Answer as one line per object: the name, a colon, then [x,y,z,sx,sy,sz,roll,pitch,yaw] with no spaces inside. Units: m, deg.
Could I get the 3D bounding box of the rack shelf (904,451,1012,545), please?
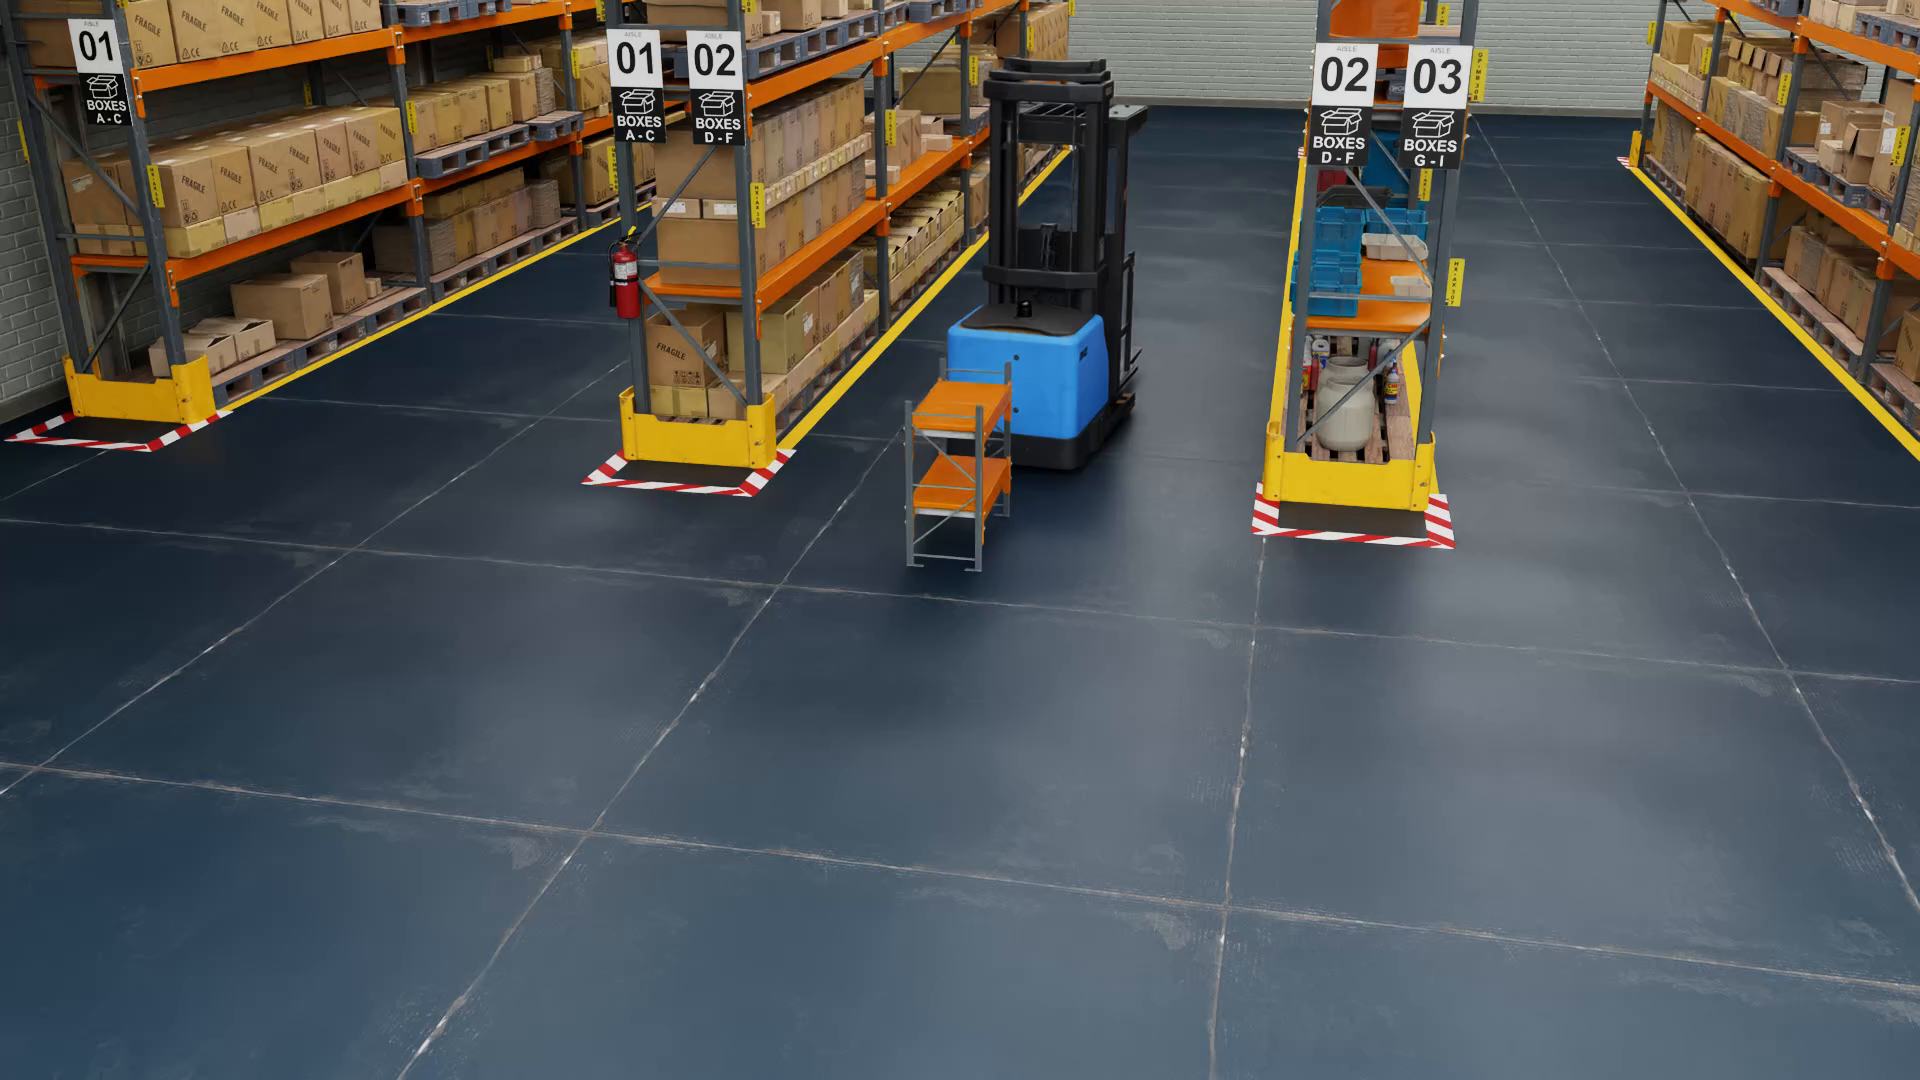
rack shelf: [0.001,-0.297,11.241,0.538,0.278,1.000,4,22,11]

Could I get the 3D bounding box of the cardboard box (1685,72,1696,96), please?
cardboard box: [10.064,-6.119,22.335,0.500,0.250,0.500,5,23,13]

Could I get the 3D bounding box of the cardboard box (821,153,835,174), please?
cardboard box: [-1.308,-3.278,14.475,0.380,0.149,0.250,5,22,12]

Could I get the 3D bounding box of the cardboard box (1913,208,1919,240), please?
cardboard box: [8.206,-2.598,13.258,0.875,0.500,0.500,4,22,11]

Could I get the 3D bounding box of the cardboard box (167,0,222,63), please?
cardboard box: [-6.411,-4.168,13.511,0.500,0.500,0.500,6,23,14]

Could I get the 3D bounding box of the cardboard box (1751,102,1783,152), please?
cardboard box: [9.277,-4.645,18.737,0.500,0.500,0.500,4,22,10]

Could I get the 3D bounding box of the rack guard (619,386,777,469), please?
rack guard: [-2.023,-0.879,12.868,1.175,0.500,0.348,4,22,11]

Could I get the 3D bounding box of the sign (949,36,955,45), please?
sign: [-0.102,-6.876,23.254,0.100,0.325,0.005,4,22,11]

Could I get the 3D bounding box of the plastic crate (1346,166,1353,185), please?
plastic crate: [3.726,-3.692,16.789,0.450,0.188,0.662,4,22,11]

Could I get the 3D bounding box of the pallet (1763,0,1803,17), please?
pallet: [9.391,-5.760,17.879,1.213,0.211,1.003,6,23,13]

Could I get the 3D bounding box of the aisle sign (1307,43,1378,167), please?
aisle sign: [2.525,-2.871,10.987,0.394,0.787,0.004,4,22,11]

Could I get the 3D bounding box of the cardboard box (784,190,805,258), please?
cardboard box: [-1.701,-2.637,13.753,0.700,0.500,0.500,5,22,11]

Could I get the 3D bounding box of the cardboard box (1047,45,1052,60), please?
cardboard box: [1.109,-7.205,25.094,0.500,0.500,0.500,4,22,10]

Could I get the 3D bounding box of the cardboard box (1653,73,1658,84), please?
cardboard box: [10.497,-6.828,24.627,0.380,0.149,0.250,4,22,10]

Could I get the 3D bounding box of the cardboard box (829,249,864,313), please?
cardboard box: [-1.196,-2.410,15.436,0.500,0.500,0.500,4,22,11]

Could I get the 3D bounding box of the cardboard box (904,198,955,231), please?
cardboard box: [-0.351,-3.752,19.022,0.500,0.311,0.500,4,22,10]

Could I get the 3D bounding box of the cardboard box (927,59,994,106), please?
cardboard box: [0.006,-5.773,20.978,0.700,0.500,0.500,9,24,21]

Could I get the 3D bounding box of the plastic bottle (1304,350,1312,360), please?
plastic bottle: [2.882,-1.455,14.009,0.152,0.276,0.135,4,22,9]

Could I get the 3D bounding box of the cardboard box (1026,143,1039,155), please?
cardboard box: [0.809,-6.170,25.411,0.797,0.503,0.637,4,22,11]

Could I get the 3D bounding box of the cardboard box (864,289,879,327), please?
cardboard box: [-1.083,-2.244,16.028,0.500,0.250,0.500,4,22,11]

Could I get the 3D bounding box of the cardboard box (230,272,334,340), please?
cardboard box: [-6.324,-2.188,15.527,0.700,0.500,0.500,3,22,8]

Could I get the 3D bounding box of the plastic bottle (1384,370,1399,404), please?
plastic bottle: [3.505,-1.247,13.497,0.097,0.271,0.097,0,22,0]

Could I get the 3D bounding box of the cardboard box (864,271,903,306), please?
cardboard box: [-0.877,-2.559,16.810,0.500,0.250,0.500,4,22,10]

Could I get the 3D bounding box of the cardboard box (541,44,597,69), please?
cardboard box: [-4.885,-6.048,20.793,0.500,0.250,0.500,5,22,12]

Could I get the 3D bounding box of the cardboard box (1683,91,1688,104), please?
cardboard box: [10.027,-5.982,22.527,0.380,0.149,0.250,5,22,12]

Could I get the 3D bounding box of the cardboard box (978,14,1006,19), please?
cardboard box: [0.382,-7.339,24.088,0.500,0.500,0.500,4,22,10]

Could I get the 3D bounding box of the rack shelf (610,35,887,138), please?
rack shelf: [-1.610,-3.837,13.813,1.077,0.370,4.000,4,22,11]

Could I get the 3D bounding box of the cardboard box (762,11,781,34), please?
cardboard box: [-1.605,-3.999,12.840,0.380,0.149,0.250,4,22,11]

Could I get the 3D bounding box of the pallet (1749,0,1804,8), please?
pallet: [9.616,-6.169,18.895,1.003,0.211,1.213,6,23,13]

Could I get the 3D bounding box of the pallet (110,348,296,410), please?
pallet: [-6.652,-1.453,14.678,1.003,0.211,1.213,4,22,11]

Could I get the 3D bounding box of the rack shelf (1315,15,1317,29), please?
rack shelf: [4.871,-6.384,20.137,1.077,0.370,4.000,4,22,11]

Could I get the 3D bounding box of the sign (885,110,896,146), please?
sign: [-0.658,-3.907,15.775,0.100,0.325,0.005,4,22,11]

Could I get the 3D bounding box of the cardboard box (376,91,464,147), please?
cardboard box: [-5.794,-4.525,17.850,0.700,0.500,0.500,7,23,16]

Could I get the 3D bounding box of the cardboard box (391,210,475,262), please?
cardboard box: [-5.862,-3.395,18.524,0.700,0.500,0.500,4,22,10]

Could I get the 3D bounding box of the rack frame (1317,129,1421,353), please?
rack frame: [3.647,-3.132,15.114,1.000,3.000,0.127,4,22,11]

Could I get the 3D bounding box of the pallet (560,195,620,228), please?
pallet: [-5.001,-4.339,21.844,1.003,0.211,1.213,4,22,11]

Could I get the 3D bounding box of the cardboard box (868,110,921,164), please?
cardboard box: [-0.712,-4.405,18.142,0.500,0.500,0.500,3,22,8]

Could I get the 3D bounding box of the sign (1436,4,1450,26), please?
sign: [4.183,-4.481,14.438,0.100,0.325,0.005,4,22,11]

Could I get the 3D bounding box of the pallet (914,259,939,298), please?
pallet: [-0.843,-2.937,18.364,1.003,0.211,1.213,4,22,11]

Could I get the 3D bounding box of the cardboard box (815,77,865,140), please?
cardboard box: [-1.286,-3.996,15.390,0.700,0.500,0.500,5,22,11]

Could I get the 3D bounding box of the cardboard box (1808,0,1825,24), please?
cardboard box: [8.966,-5.386,16.898,0.500,0.250,0.500,5,22,12]

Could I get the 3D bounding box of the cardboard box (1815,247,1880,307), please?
cardboard box: [8.985,-2.603,16.559,0.700,0.500,0.500,6,23,15]

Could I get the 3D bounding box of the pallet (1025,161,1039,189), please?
pallet: [0.572,-5.394,24.464,1.003,0.211,1.213,4,22,11]

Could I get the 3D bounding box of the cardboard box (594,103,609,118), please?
cardboard box: [-4.745,-5.527,21.372,0.380,0.149,0.250,5,23,13]

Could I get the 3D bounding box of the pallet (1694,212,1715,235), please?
pallet: [10.044,-4.098,21.247,1.003,0.211,1.213,4,22,11]

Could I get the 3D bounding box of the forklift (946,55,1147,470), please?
forklift: [0.843,-2.405,13.401,1.130,2.935,3.031,7,23,17]

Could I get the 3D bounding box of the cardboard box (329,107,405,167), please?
cardboard box: [-5.846,-3.978,16.386,0.500,0.500,0.500,4,22,11]

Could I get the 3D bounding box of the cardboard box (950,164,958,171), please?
cardboard box: [-0.319,-4.567,21.436,0.500,0.500,0.500,4,22,9]

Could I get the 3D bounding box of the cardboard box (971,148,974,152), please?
cardboard box: [-0.111,-5.305,22.263,0.500,0.250,0.500,5,22,11]

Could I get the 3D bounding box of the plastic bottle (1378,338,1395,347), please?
plastic bottle: [3.692,-1.661,14.420,0.144,0.351,0.185,4,22,11]

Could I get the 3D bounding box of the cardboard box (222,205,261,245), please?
cardboard box: [-6.366,-2.709,14.239,0.500,0.250,0.500,4,22,9]

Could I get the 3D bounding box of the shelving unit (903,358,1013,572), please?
shelving unit: [0.001,-0.524,11.150,0.538,1.125,1.048,4,22,11]

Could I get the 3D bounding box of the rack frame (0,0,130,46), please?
rack frame: [-6.868,-5.207,12.236,1.000,3.000,0.127,4,22,11]

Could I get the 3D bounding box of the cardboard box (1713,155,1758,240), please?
cardboard box: [9.662,-4.002,19.558,1.225,0.875,0.875,5,22,11]

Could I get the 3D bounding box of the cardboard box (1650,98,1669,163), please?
cardboard box: [10.892,-6.112,24.796,0.875,0.875,0.875,4,22,11]
